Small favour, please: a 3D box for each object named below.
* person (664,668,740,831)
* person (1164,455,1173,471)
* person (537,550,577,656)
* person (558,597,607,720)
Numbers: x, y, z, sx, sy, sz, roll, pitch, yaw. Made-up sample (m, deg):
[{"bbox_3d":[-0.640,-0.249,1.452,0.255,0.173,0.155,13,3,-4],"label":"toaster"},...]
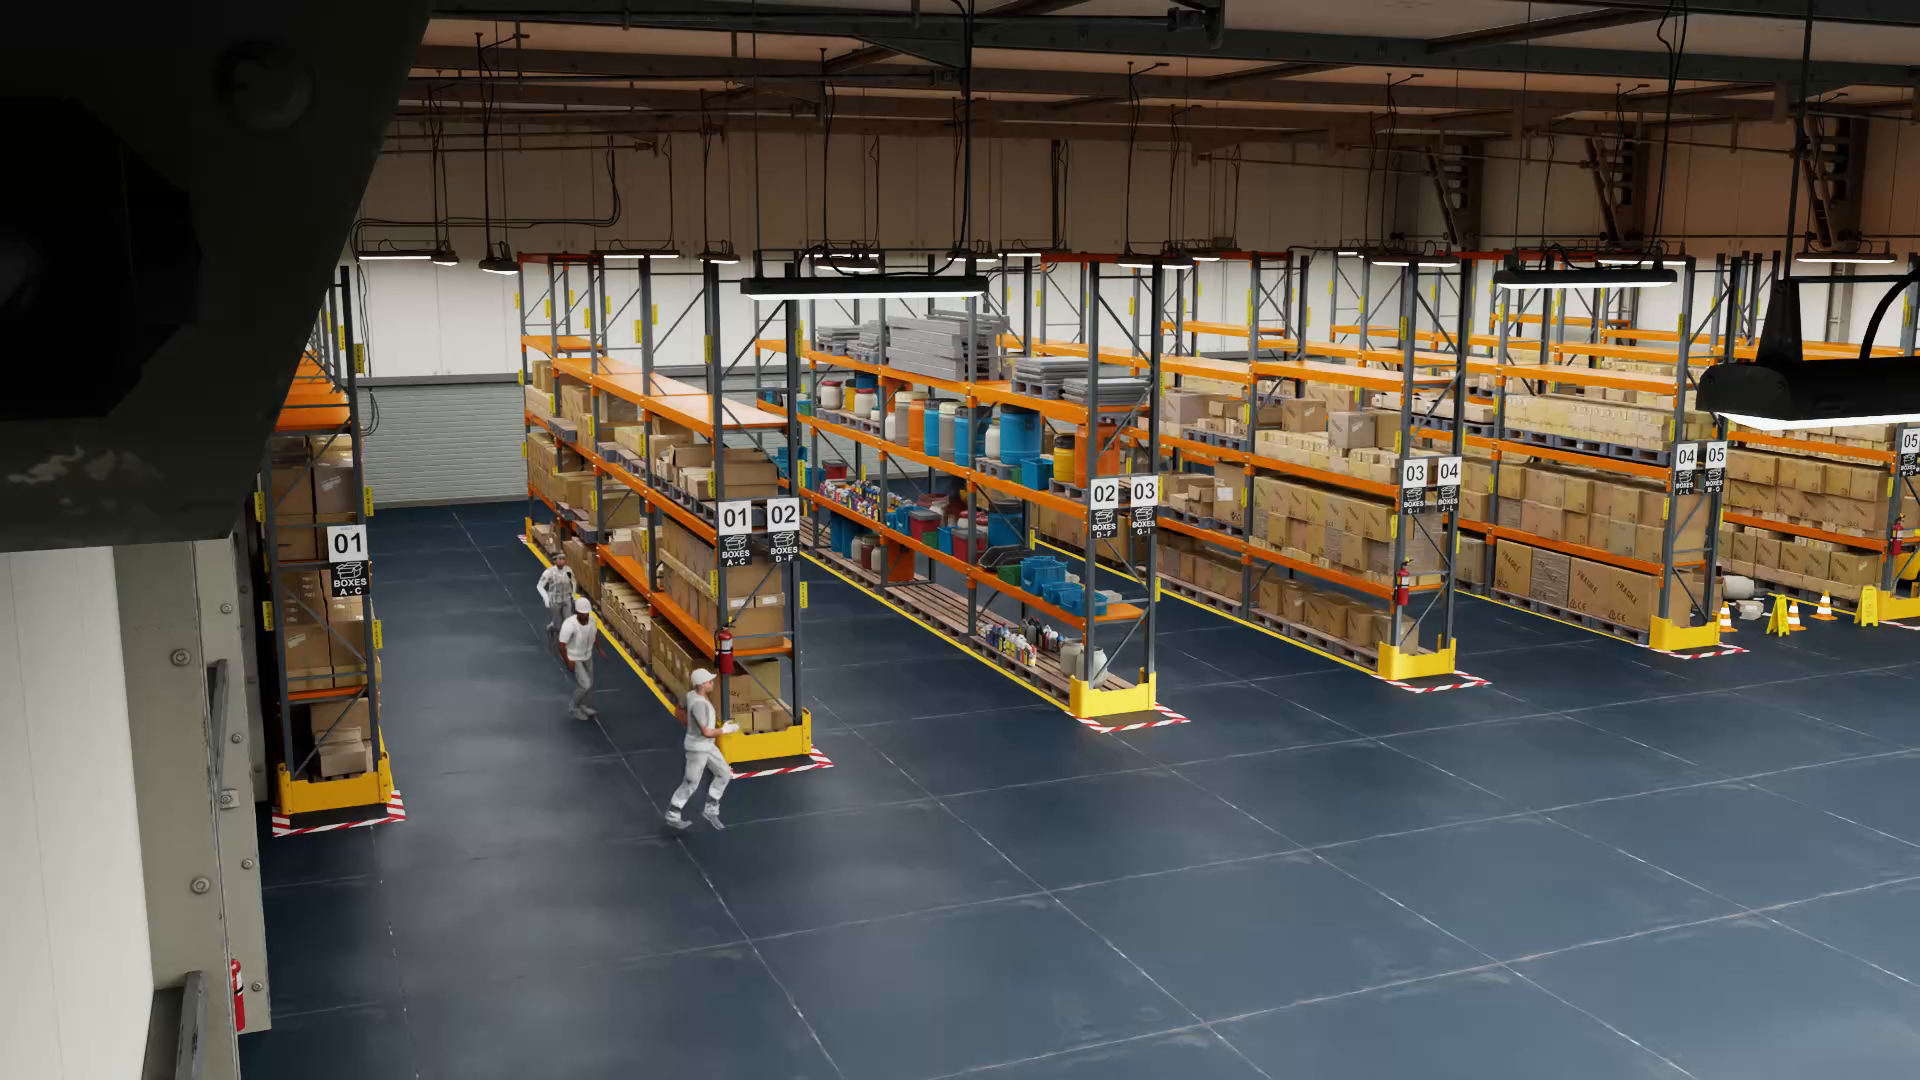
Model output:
[{"bbox_3d":[-2.755,2.256,17.758,0.842,1.828,0.628,0,10,0],"label":"person"},{"bbox_3d":[5.306,-1.980,42.016,0.570,1.386,0.952,9,13,39],"label":"person"},{"bbox_3d":[-6.153,0.935,25.468,0.632,1.646,0.584,-7,12,-33],"label":"person"},{"bbox_3d":[-4.992,1.547,21.916,0.615,1.693,0.700,5,12,26],"label":"person"}]
